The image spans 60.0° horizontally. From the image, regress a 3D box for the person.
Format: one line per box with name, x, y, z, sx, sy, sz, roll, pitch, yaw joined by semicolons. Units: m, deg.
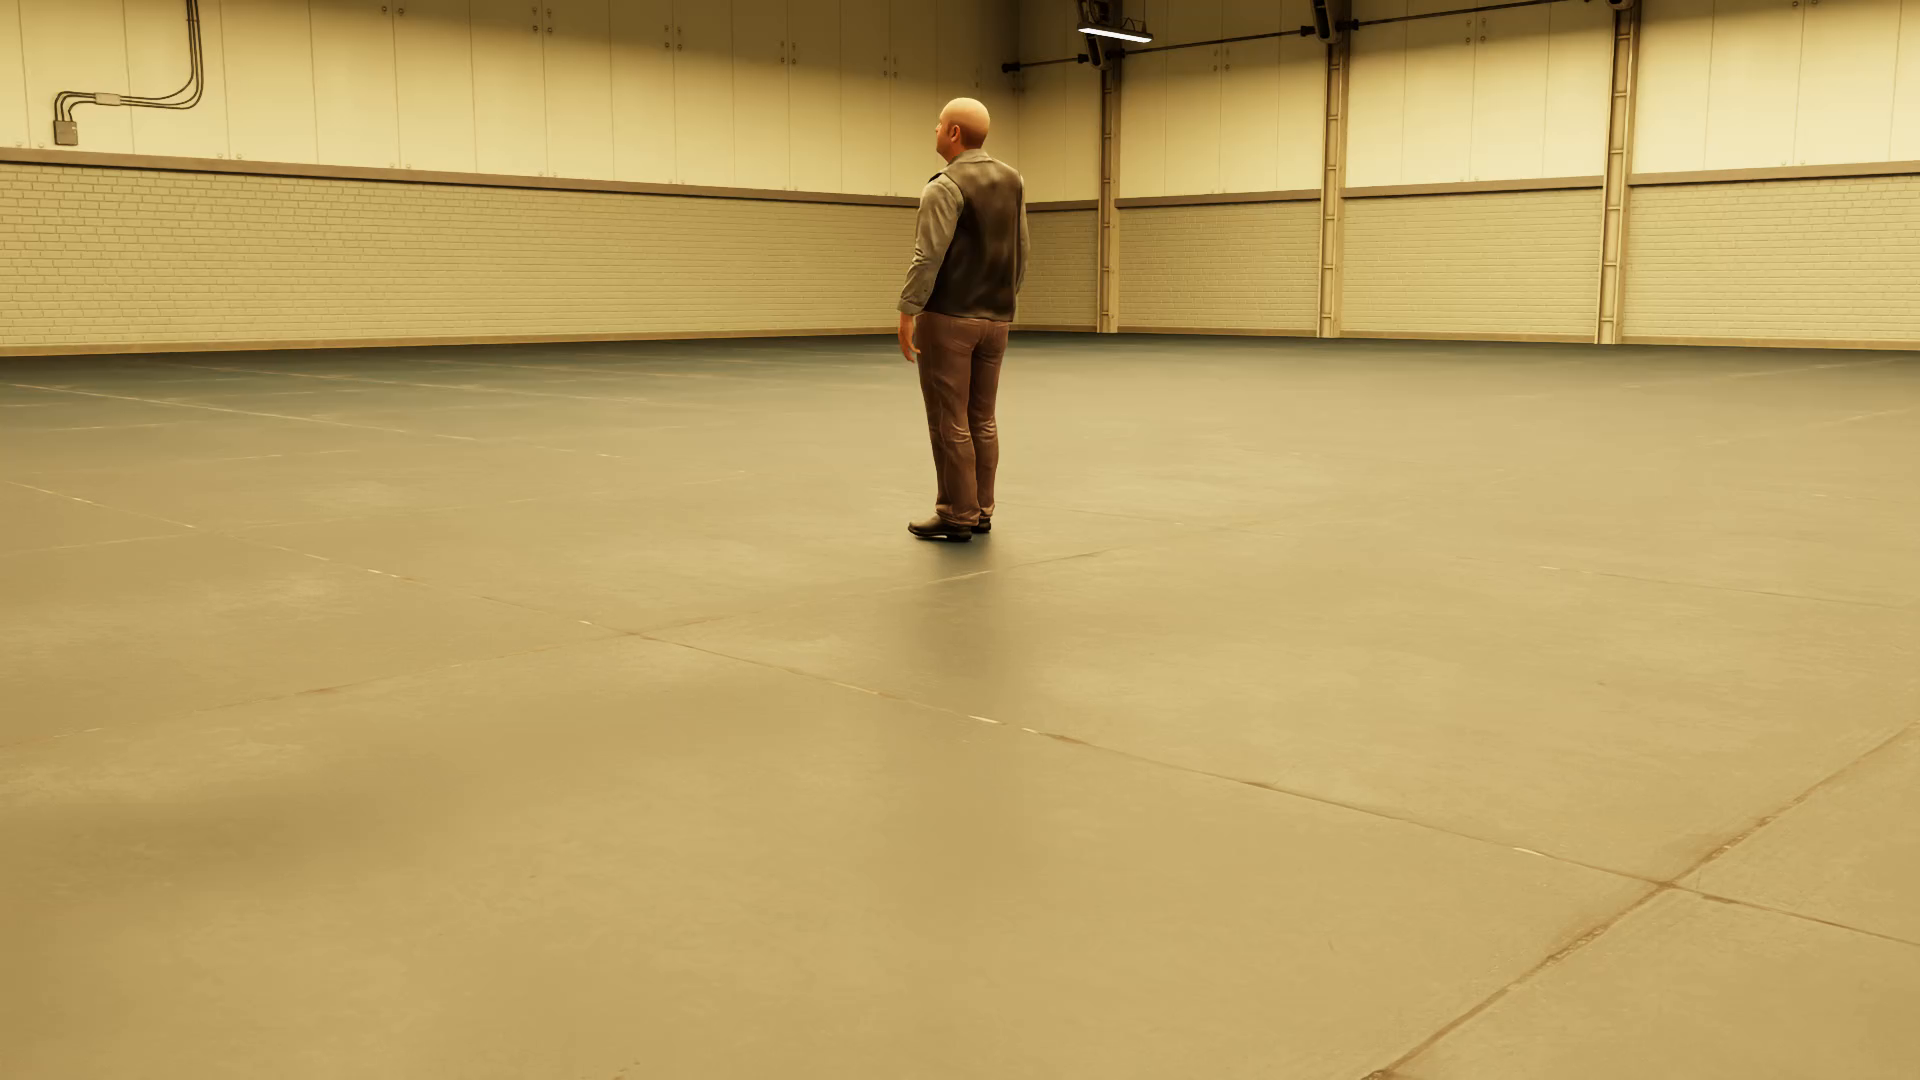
person;-0.039;-0.866;6.636;0.568;1.720;0.632;8;12;43
